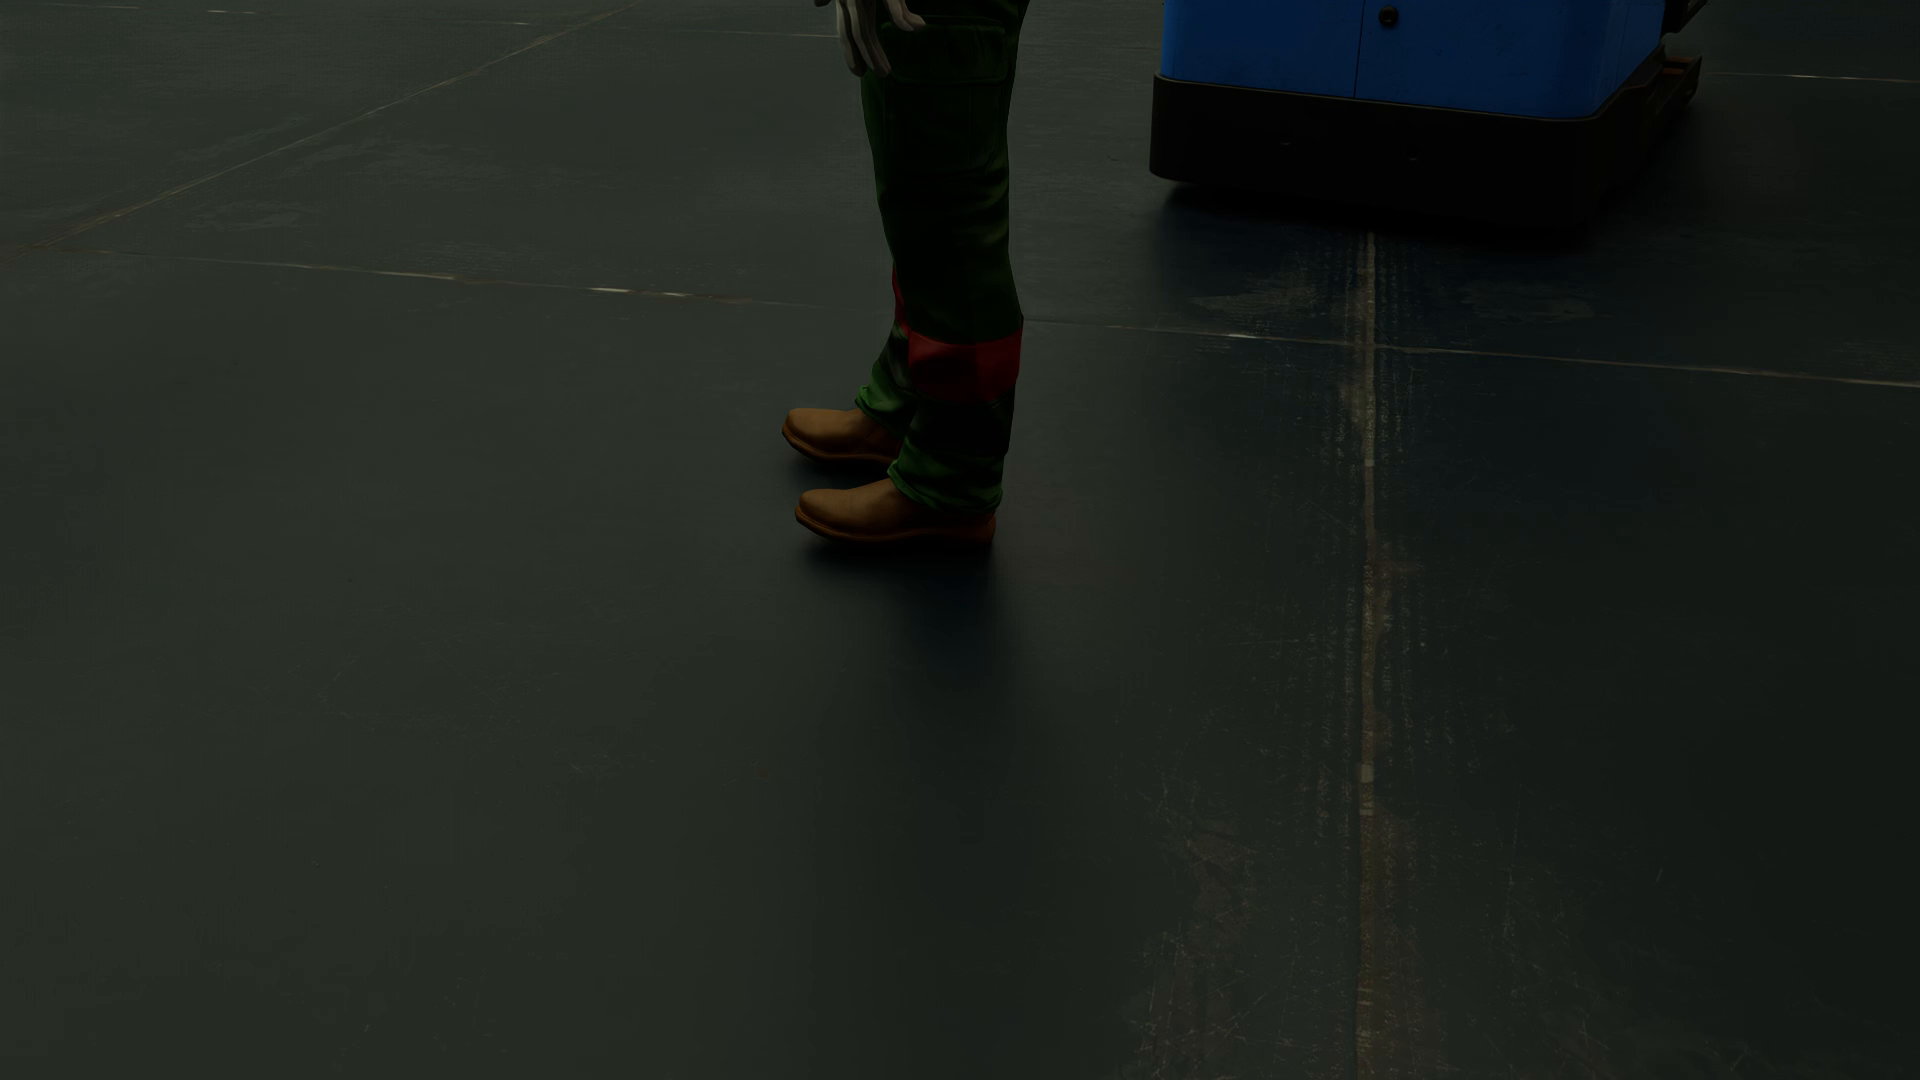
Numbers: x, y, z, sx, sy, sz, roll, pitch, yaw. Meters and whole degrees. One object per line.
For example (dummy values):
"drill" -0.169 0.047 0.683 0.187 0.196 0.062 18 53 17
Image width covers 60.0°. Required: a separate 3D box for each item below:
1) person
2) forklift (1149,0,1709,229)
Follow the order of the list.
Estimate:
"person" -0.075 -0.819 2.120 0.564 1.787 0.637 6 27 11
"forklift" 1.624 -2.636 4.471 1.130 2.935 3.031 14 30 25
